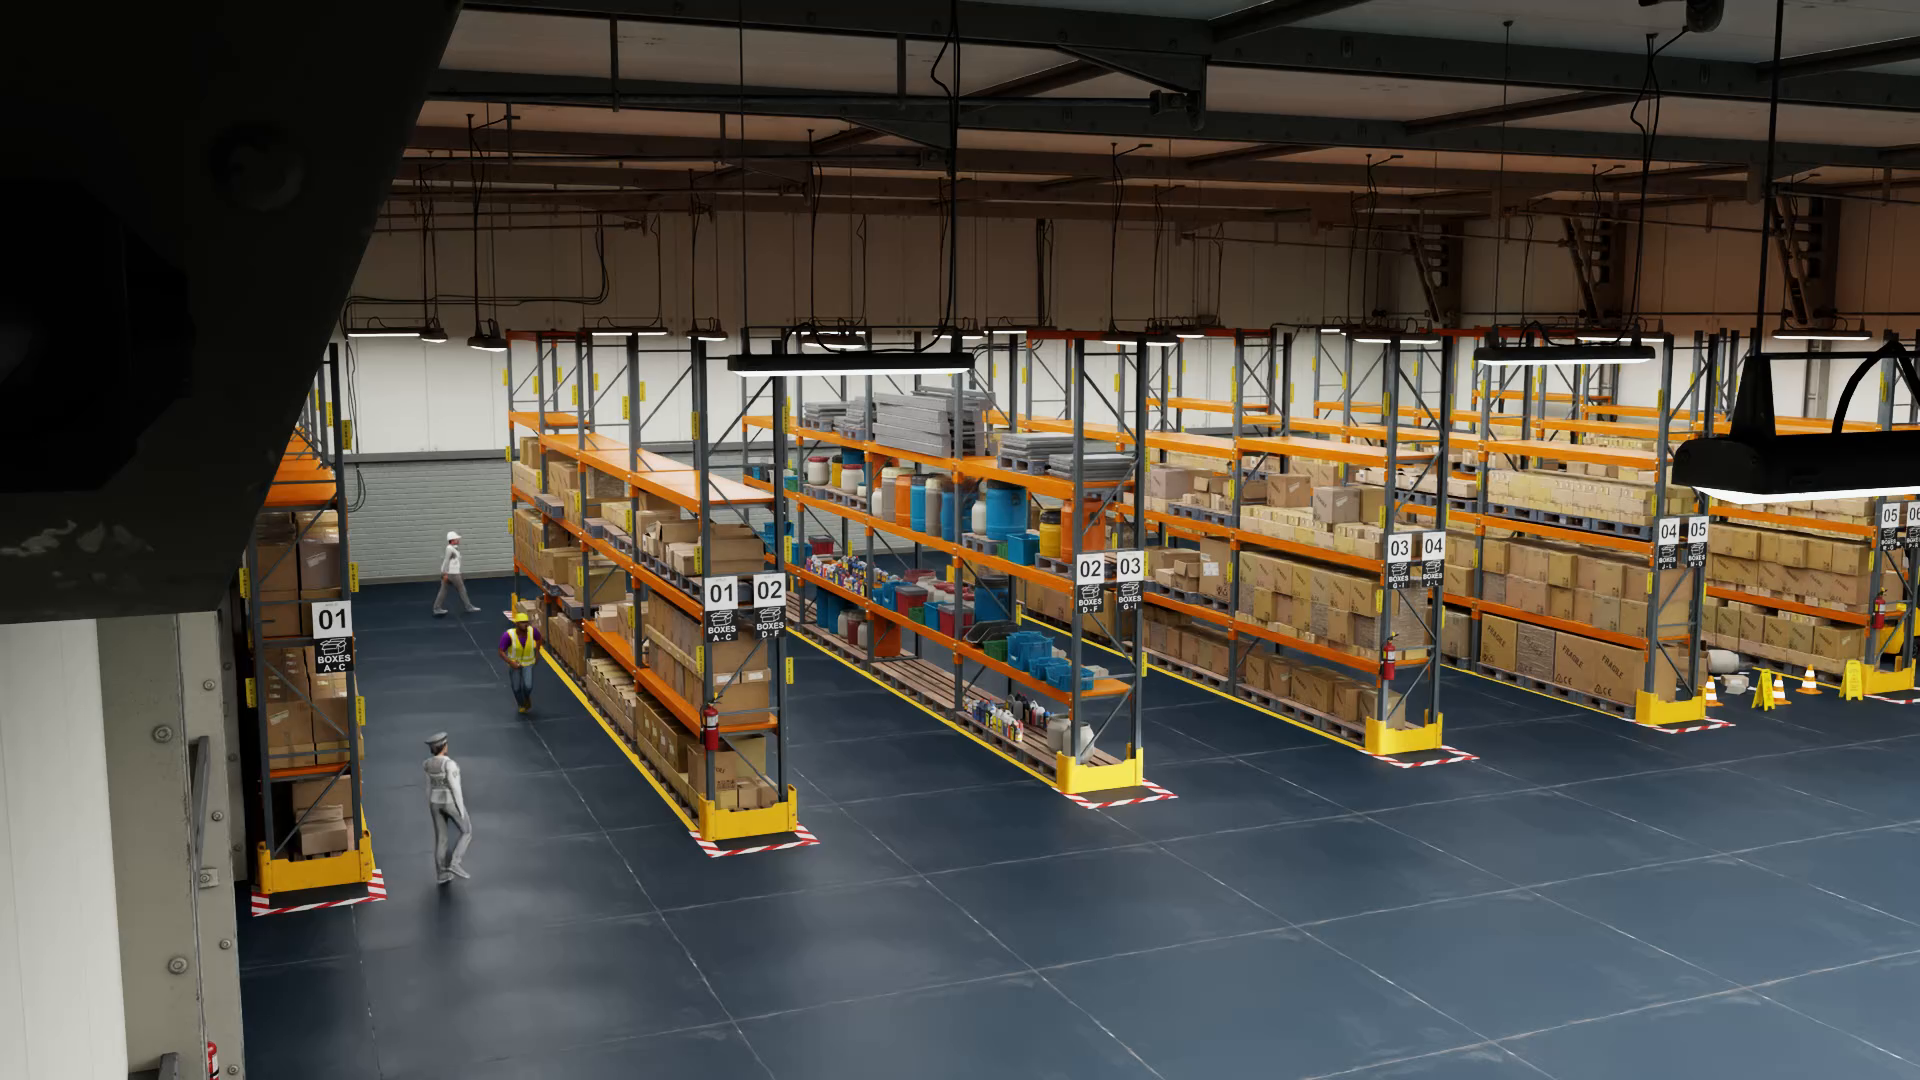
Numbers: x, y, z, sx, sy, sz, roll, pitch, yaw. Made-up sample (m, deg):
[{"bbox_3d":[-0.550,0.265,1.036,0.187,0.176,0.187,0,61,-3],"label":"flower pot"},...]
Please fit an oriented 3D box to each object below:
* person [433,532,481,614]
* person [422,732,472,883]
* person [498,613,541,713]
[{"bbox_3d":[-10.693,0.679,35.129,0.973,1.712,0.472,-6,10,-38],"label":"person"},{"bbox_3d":[-5.739,2.988,18.575,0.580,1.652,0.429,2,8,15],"label":"person"},{"bbox_3d":[-6.933,1.946,26.232,0.656,1.669,0.702,-2,8,-13],"label":"person"}]
